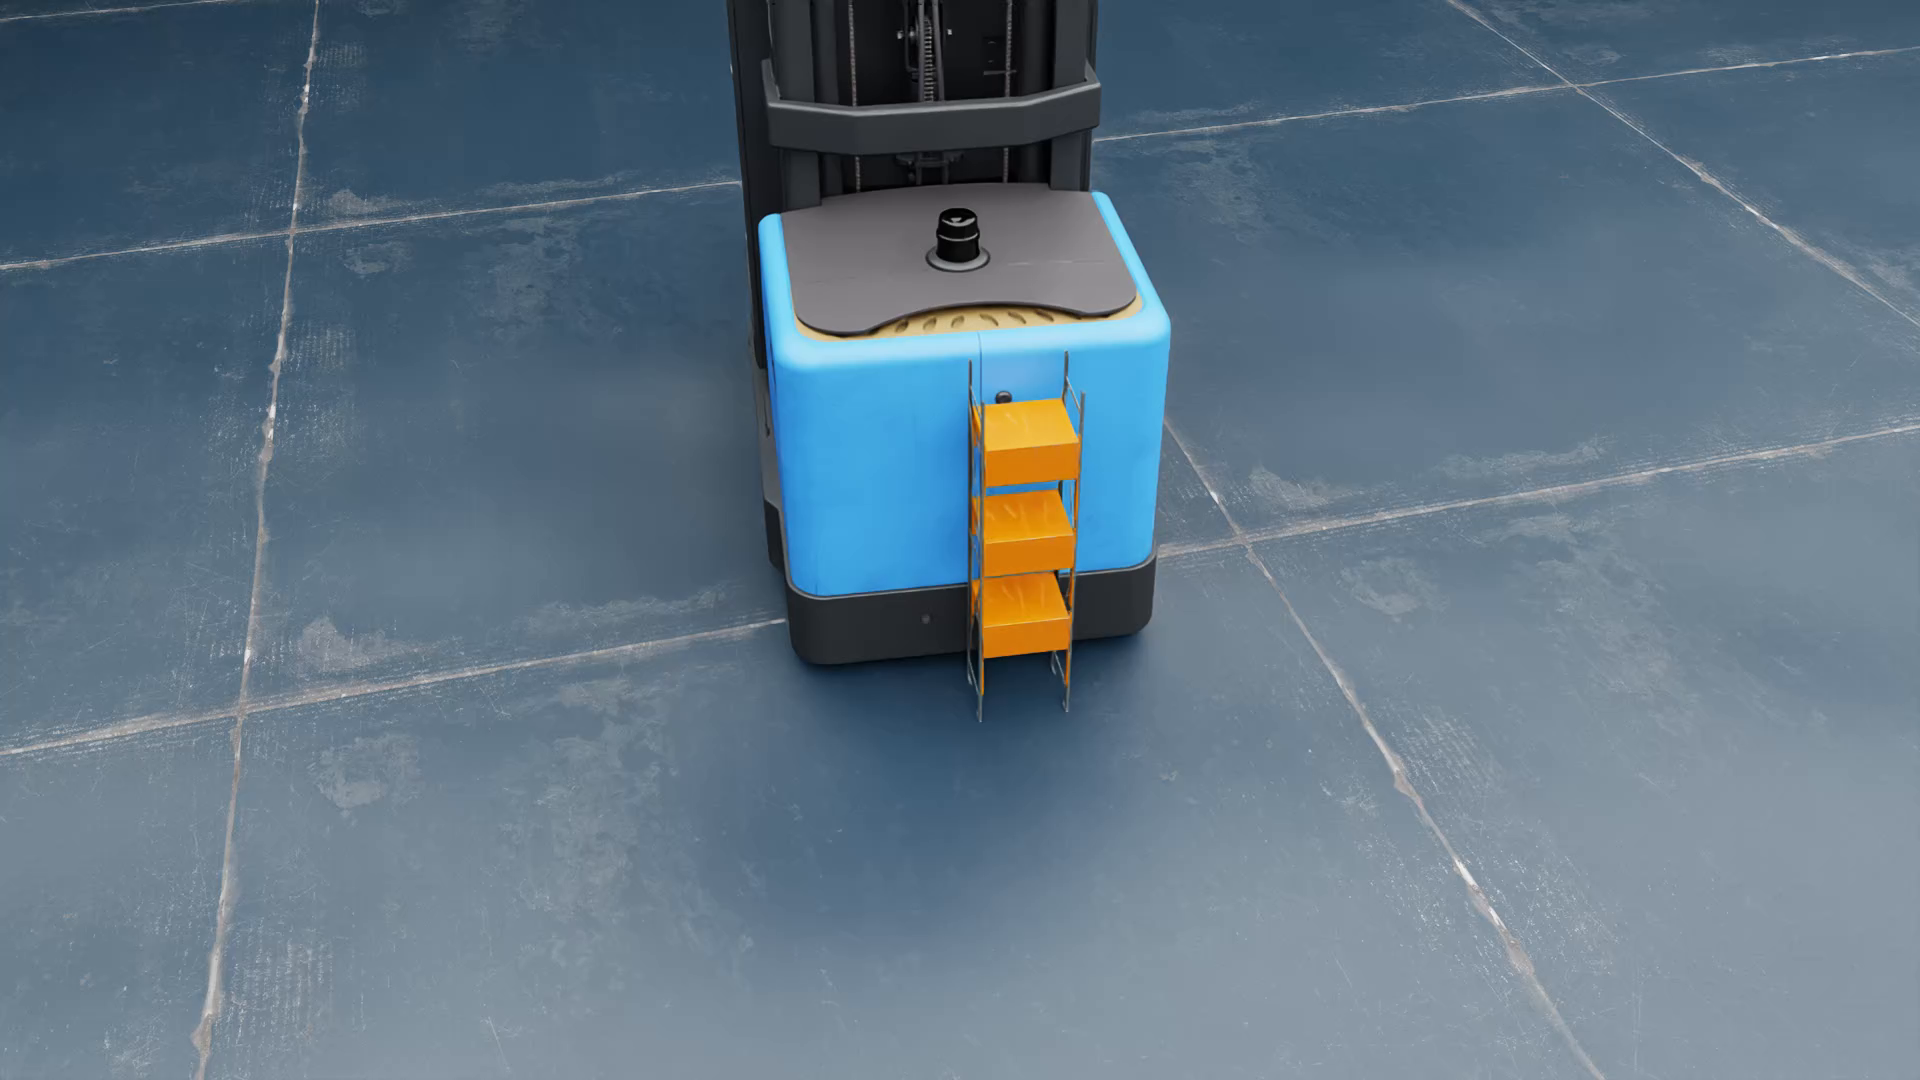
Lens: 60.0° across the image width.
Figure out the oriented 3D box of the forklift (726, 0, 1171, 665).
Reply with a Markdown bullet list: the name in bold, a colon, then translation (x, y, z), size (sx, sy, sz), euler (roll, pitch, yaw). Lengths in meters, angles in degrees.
- **forklift**: translation (-0.174, -1.704, 5.066), size (1.130, 2.935, 3.031), euler (-5, 38, -7)

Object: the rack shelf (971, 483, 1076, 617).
- **rack shelf**: translation (0.160, 0.025, 4.371), size (0.240, 0.259, 0.215), euler (-6, 38, -8)

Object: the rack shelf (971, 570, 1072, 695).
- **rack shelf**: translation (0.160, 0.246, 4.539), size (0.240, 0.259, 0.215), euler (-6, 38, -8)

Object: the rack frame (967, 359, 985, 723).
- **rack frame**: translation (0.040, 0.029, 4.348), size (0.008, 1.050, 0.200), euler (-6, 38, -8)

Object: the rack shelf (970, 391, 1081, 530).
- **rack shelf**: translation (0.160, -0.200, 4.198), size (0.240, 0.259, 0.215), euler (-6, 38, -8)

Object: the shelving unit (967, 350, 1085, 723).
- **shelving unit**: translation (0.160, 0.017, 4.364), size (0.252, 1.050, 0.215), euler (-6, 38, -8)

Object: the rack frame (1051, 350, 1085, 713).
- **rack frame**: translation (0.281, 0.004, 4.380), size (0.008, 1.050, 0.200), euler (-6, 38, -8)
